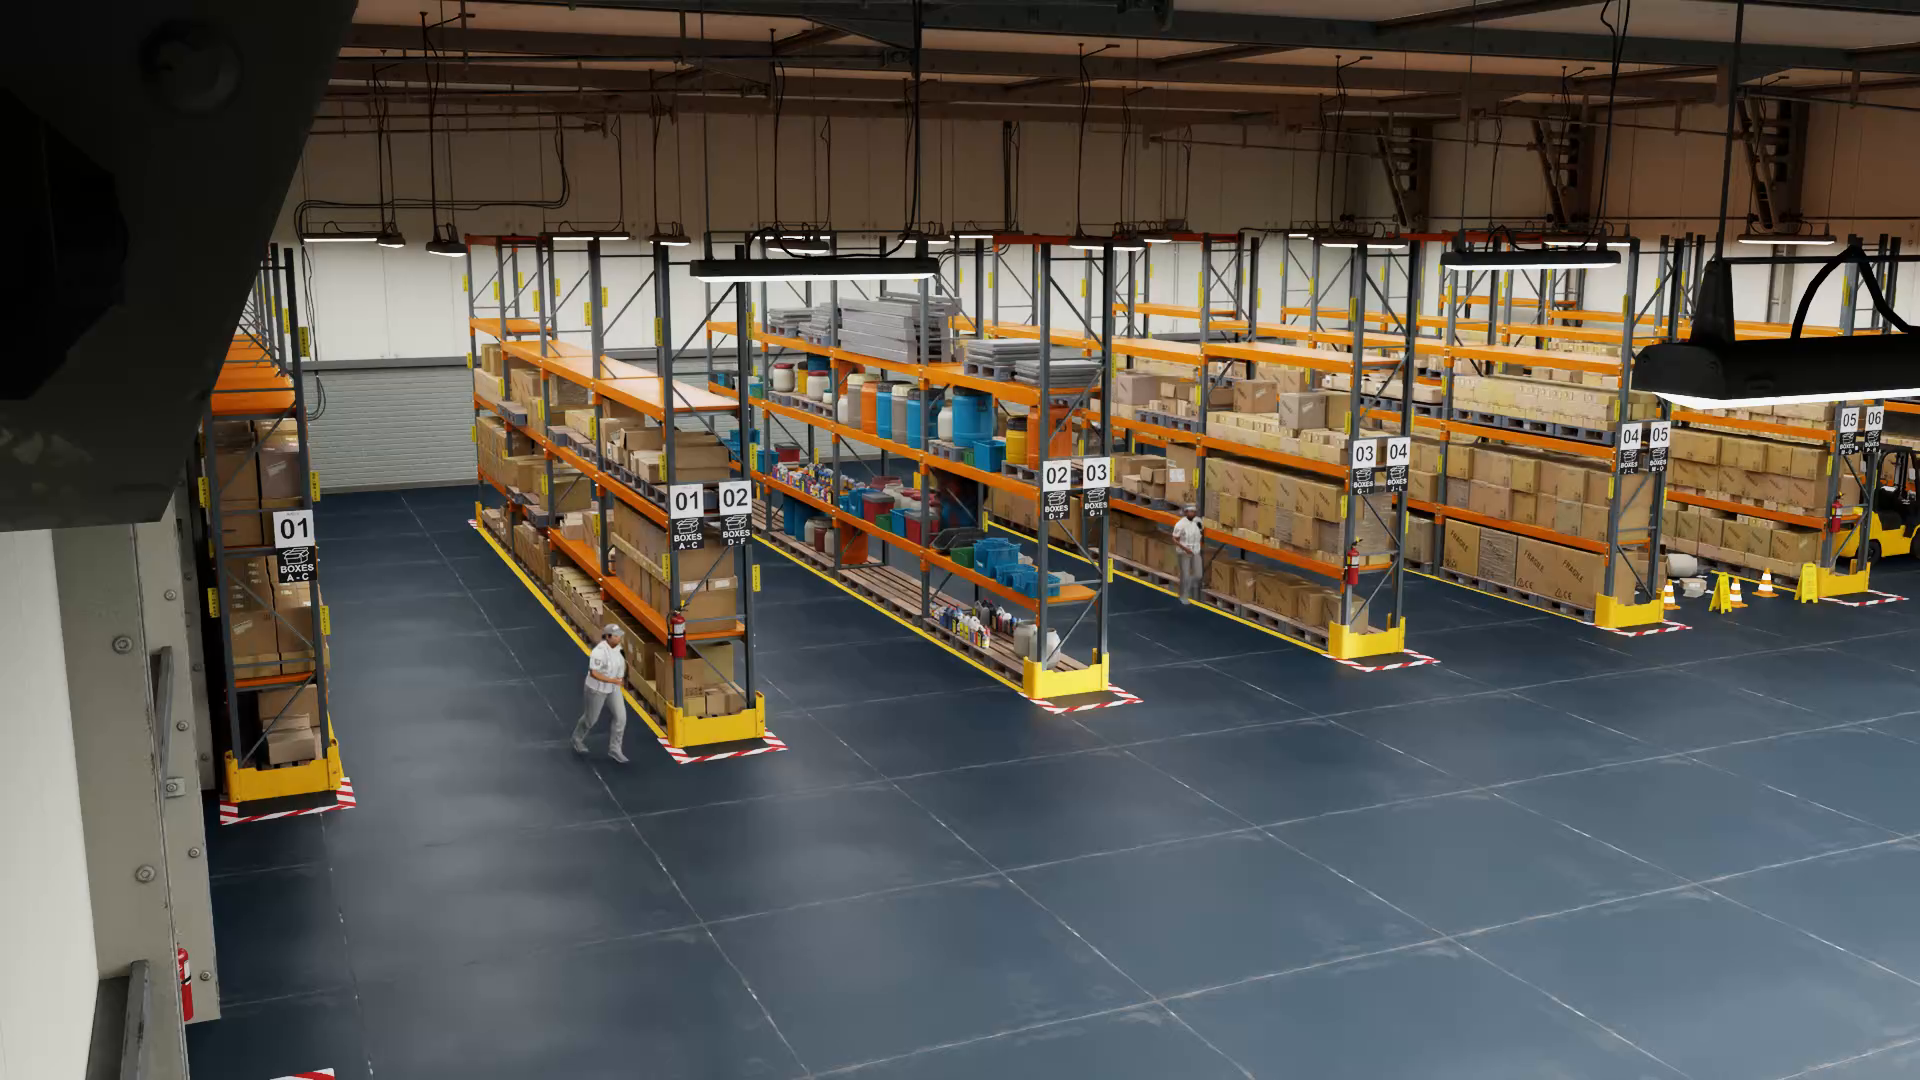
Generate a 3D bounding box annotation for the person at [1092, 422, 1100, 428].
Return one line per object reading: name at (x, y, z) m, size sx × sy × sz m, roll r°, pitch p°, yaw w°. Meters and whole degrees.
person at (3.055, -1.825, 37.962) m, size 0.655 × 1.741 × 0.591 m, roll -7°, pitch 13°, yaw -32°

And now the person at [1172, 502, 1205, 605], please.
person at (3.637, 0.205, 26.266) m, size 0.612 × 1.671 × 0.484 m, roll -5°, pitch 12°, yaw -25°

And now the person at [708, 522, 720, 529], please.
person at (-4.383, -0.187, 29.663) m, size 0.637 × 1.719 × 0.826 m, roll -5°, pitch 12°, yaw -23°

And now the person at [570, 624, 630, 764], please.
person at (-4.245, 1.783, 19.719) m, size 0.856 × 1.668 × 0.586 m, roll 8°, pitch 14°, yaw 37°
